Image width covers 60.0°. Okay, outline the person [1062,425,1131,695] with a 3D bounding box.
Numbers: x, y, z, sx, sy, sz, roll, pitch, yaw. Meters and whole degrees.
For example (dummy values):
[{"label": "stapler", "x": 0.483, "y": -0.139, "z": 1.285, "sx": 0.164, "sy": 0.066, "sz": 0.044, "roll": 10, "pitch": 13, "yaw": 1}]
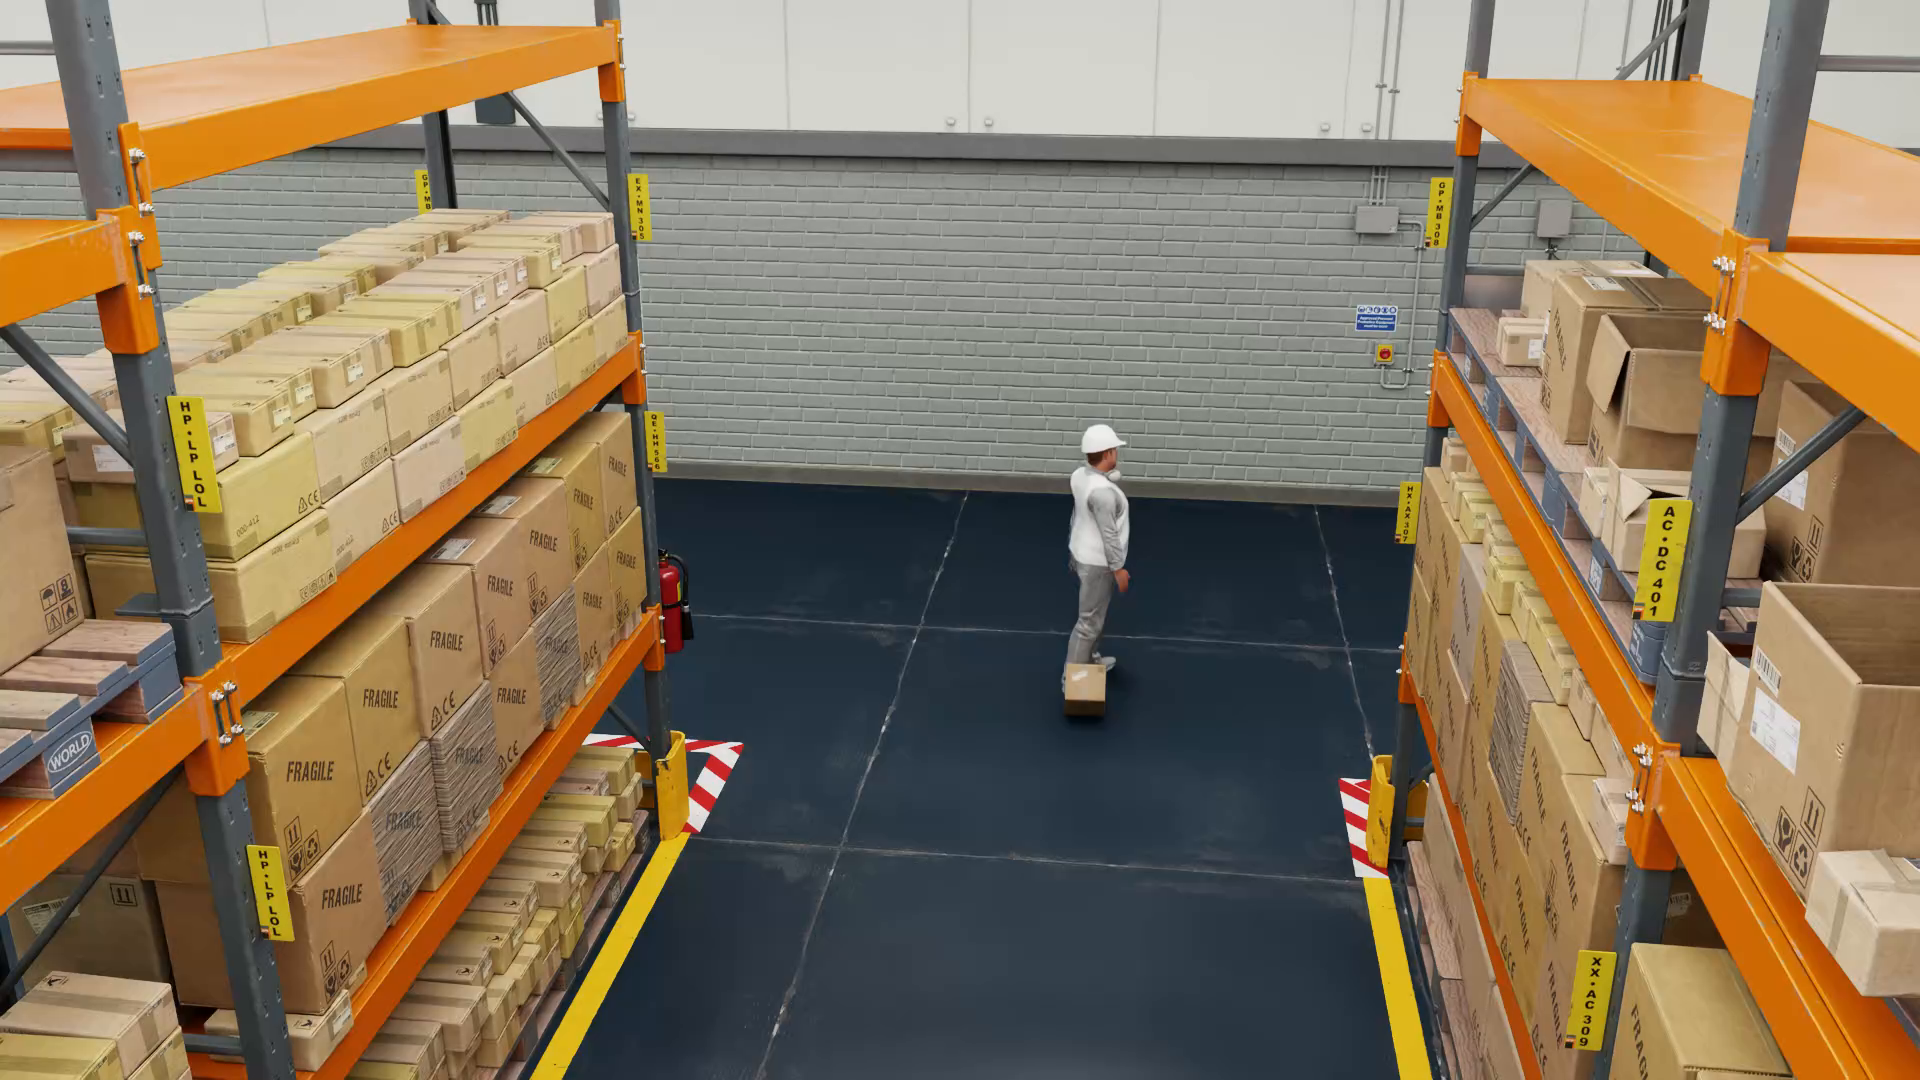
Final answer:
[{"label": "person", "x": 0.871, "y": 0.139, "z": 10.653, "sx": 0.459, "sy": 1.771, "sz": 0.652, "roll": -3, "pitch": 21, "yaw": -9}]
